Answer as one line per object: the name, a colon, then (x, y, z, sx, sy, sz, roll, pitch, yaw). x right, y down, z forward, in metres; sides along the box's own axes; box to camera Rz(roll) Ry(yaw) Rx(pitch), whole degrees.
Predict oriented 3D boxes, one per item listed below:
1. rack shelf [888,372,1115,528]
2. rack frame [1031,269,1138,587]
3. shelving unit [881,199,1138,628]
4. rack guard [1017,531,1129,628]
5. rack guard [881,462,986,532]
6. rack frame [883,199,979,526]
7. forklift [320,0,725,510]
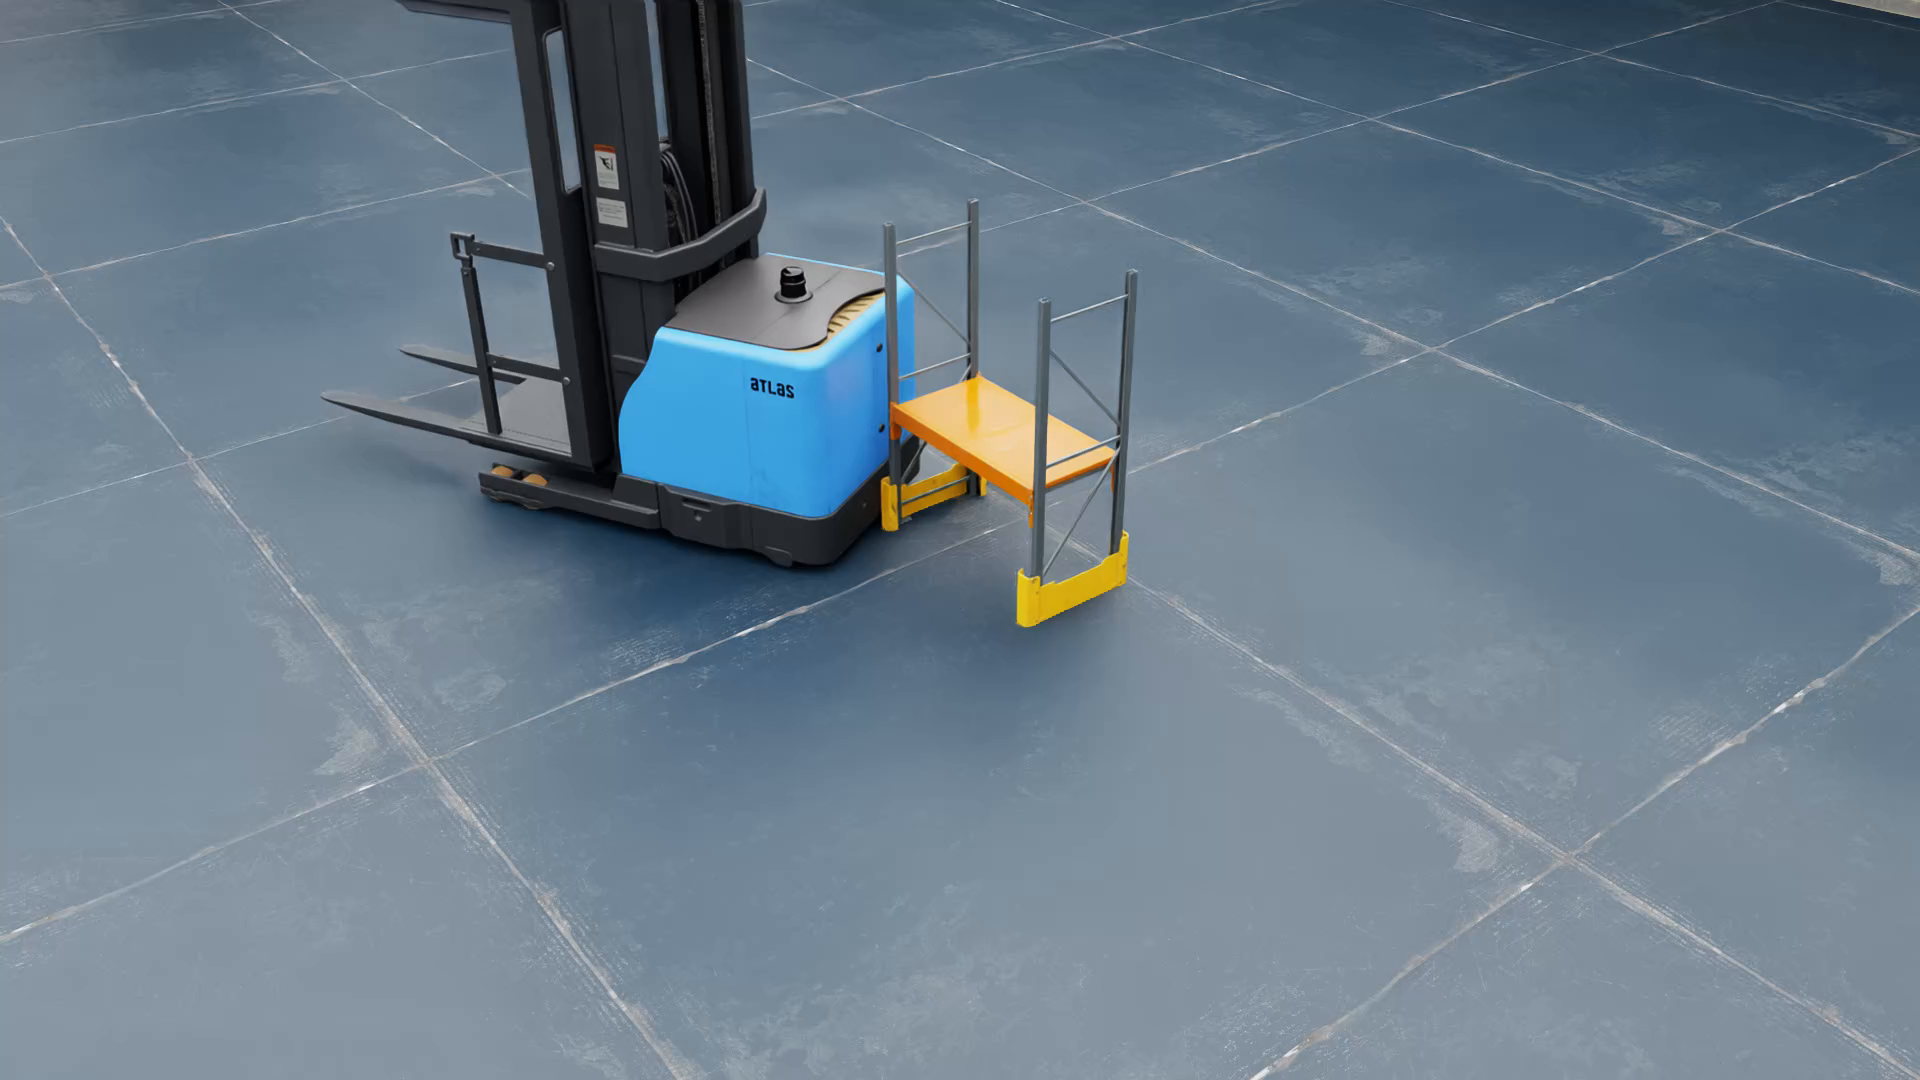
rack shelf: (0.192, -0.418, 7.342, 0.538, 0.185, 1.000, -22, 38, -32)
rack frame: (0.506, -0.359, 6.907, 0.500, 1.500, 0.032, -22, 38, -32)
shelving unit: (0.186, -0.574, 7.253, 0.587, 1.500, 1.083, -22, 38, -32)
rack guard: (0.494, 0.163, 7.250, 0.587, 0.250, 0.087, -22, 38, -32)
rack guard: (-0.121, -0.250, 7.916, 0.587, 0.250, 0.087, -22, 38, -32)
rack frame: (-0.122, -0.782, 7.587, 0.500, 1.500, 0.032, -22, 38, -32)
forklift: (-1.759, -1.632, 7.600, 3.031, 2.935, 1.121, 13, 34, 20)
